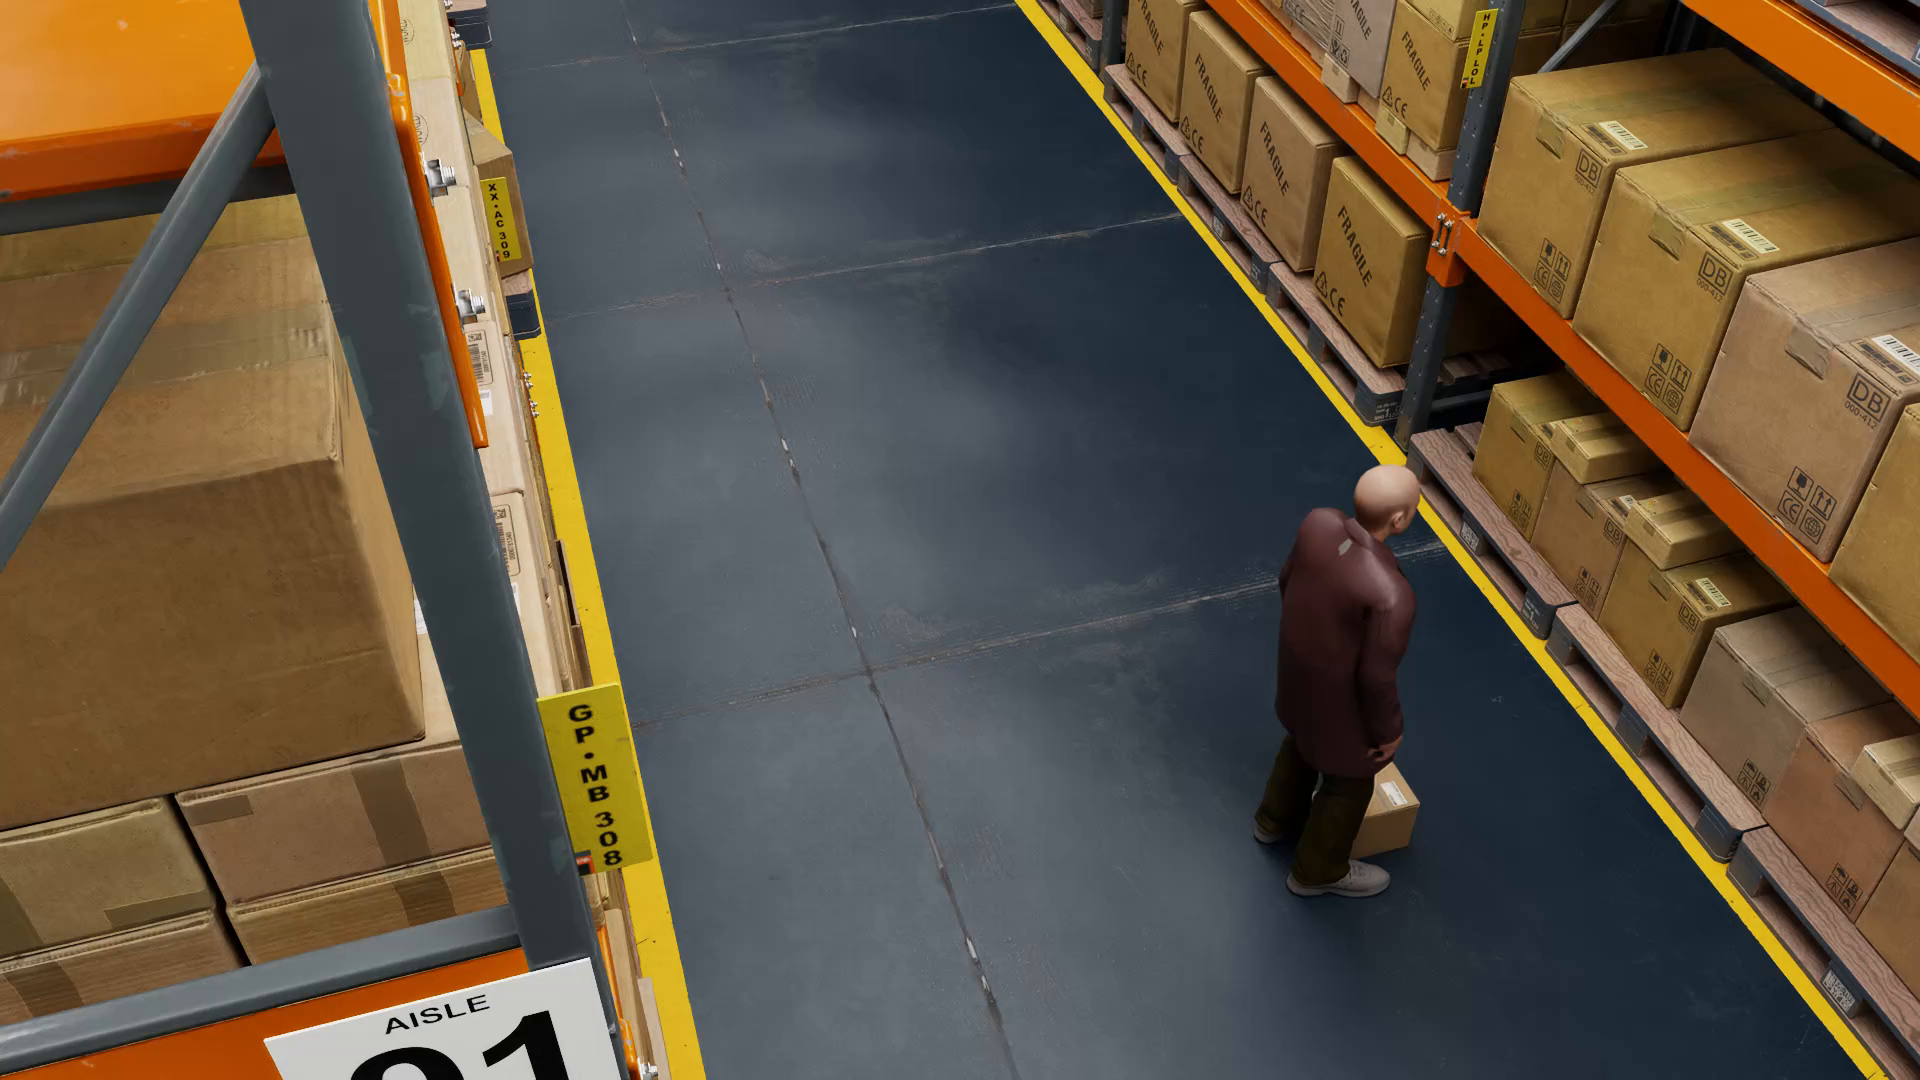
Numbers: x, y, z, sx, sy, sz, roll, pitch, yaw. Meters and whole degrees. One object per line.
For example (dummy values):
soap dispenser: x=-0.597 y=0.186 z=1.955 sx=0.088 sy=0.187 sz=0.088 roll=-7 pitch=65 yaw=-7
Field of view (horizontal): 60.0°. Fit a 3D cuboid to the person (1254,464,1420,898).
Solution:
person: x=1.284 y=0.475 z=5.639 sx=0.429 sy=1.772 sz=0.649 roll=-14 pitch=44 yaw=-16
